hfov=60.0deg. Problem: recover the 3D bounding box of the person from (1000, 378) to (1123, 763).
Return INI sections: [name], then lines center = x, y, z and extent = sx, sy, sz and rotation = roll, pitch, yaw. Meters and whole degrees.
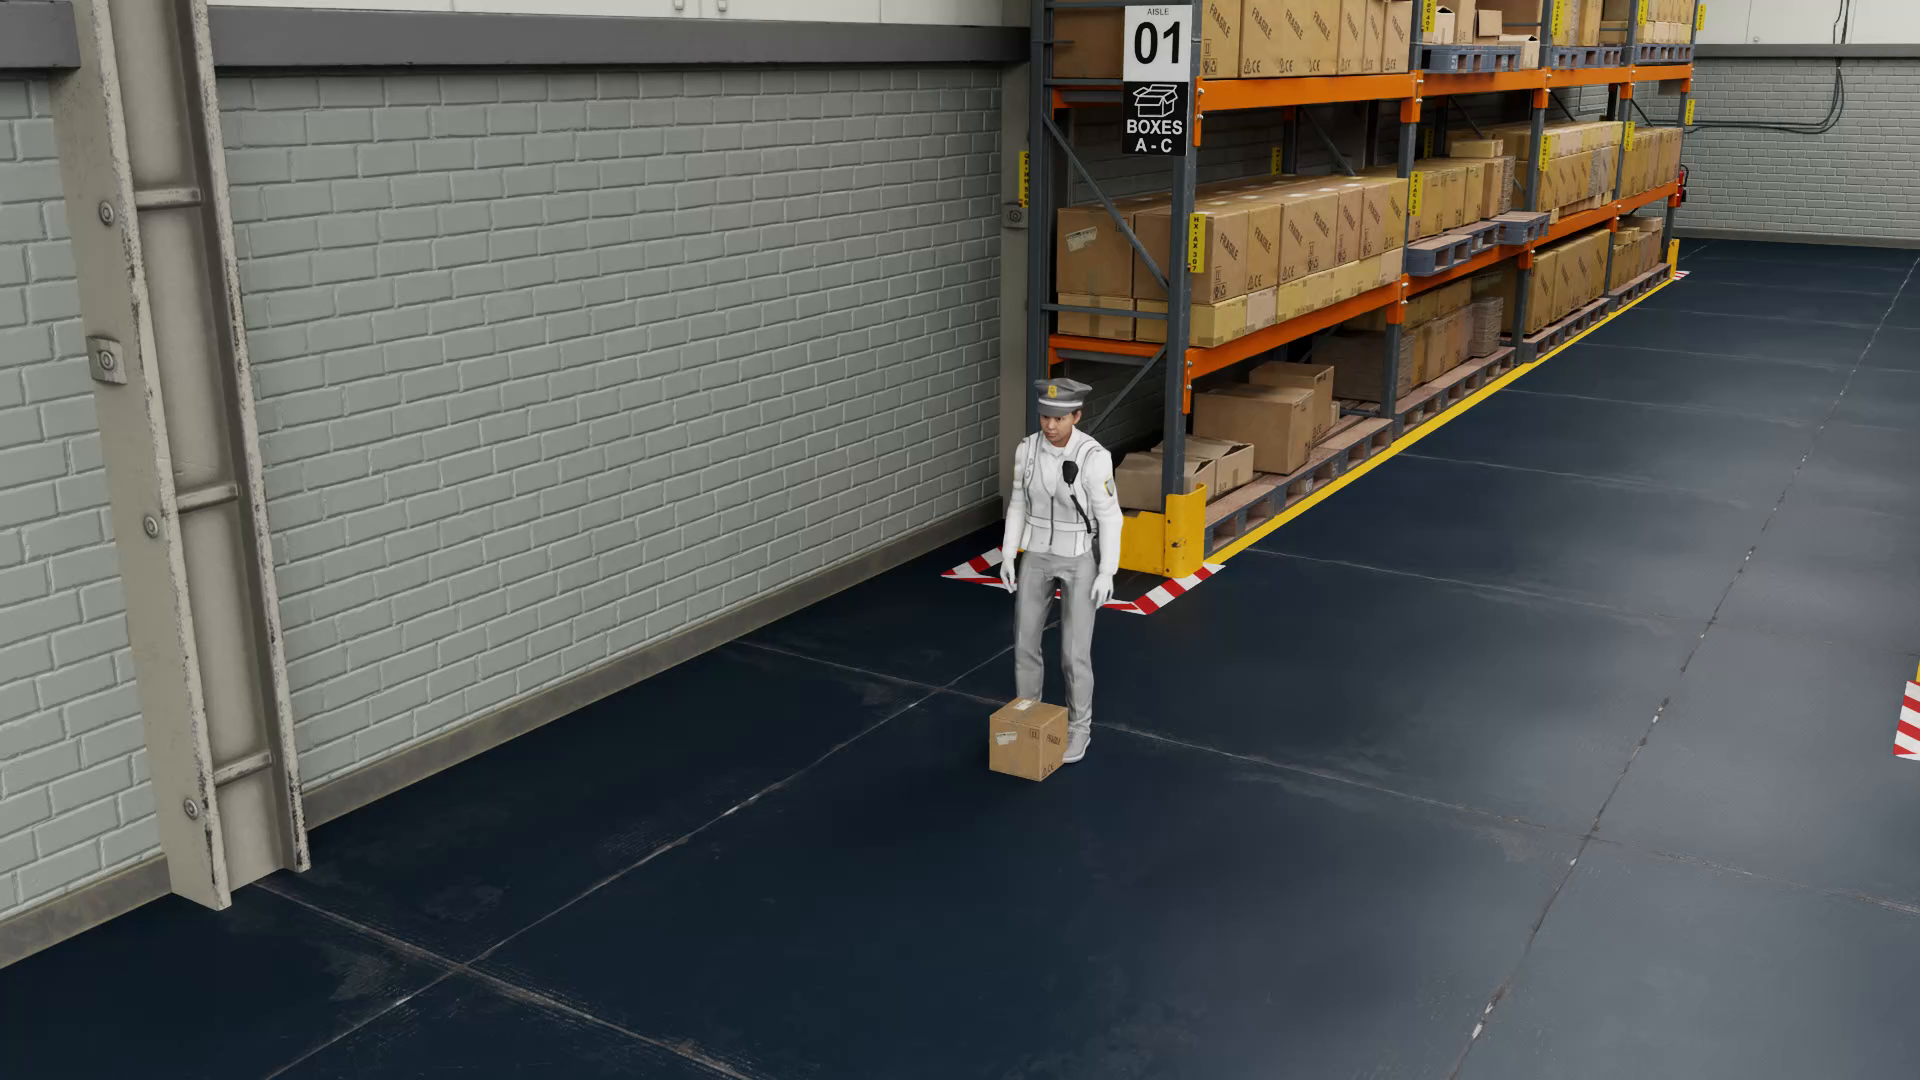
[person]
center = 0.419, 0.116, 7.129
extent = 0.540, 1.664, 0.375
rotation = 9, 18, 27
